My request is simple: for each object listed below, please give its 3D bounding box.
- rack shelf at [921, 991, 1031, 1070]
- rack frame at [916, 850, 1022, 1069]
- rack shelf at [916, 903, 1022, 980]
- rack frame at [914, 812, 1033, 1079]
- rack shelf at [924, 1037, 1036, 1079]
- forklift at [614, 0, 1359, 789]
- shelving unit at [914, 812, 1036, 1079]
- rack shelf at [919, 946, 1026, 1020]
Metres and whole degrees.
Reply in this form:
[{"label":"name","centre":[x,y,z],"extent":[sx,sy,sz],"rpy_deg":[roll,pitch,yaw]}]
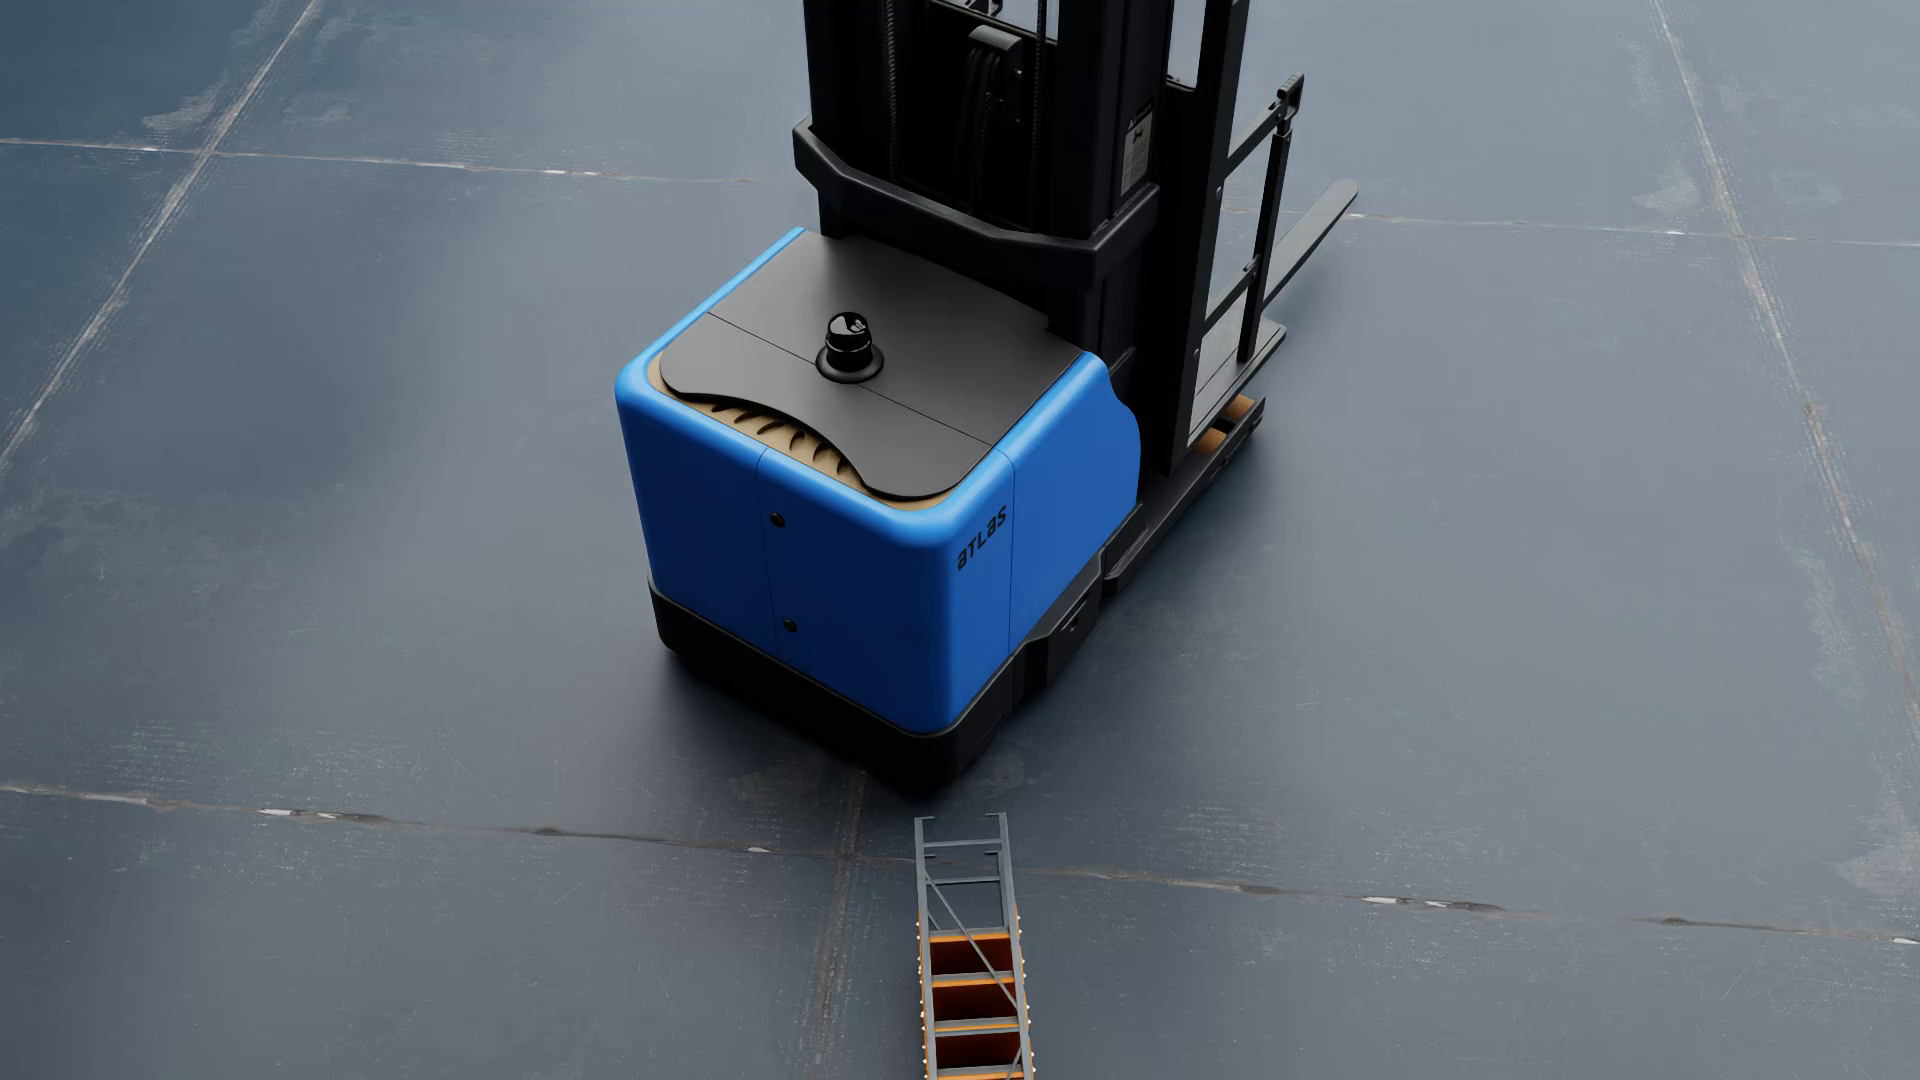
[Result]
[{"label":"rack shelf","centre":[0.037,1.189,4.031],"extent":[0.258,0.180,0.103],"rpy_deg":[-3,48,-3]},{"label":"rack frame","centre":[0.040,1.284,4.068],"extent":[0.240,0.006,1.200],"rpy_deg":[-3,48,-3]},{"label":"rack shelf","centre":[0.021,1.013,4.192],"extent":[0.258,0.180,0.103],"rpy_deg":[-3,48,-3]},{"label":"rack frame","centre":[0.040,1.160,3.933],"extent":[0.240,0.006,1.200],"rpy_deg":[-3,48,-3]},{"label":"rack shelf","centre":[0.045,1.278,3.950],"extent":[0.258,0.180,0.103],"rpy_deg":[-3,48,-3]},{"label":"forklift","centre":[0.351,-1.371,4.518],"extent":[1.130,2.935,3.031],"rpy_deg":[27,53,22]},{"label":"shelving unit","centre":[0.040,1.222,4.001],"extent":[0.258,0.189,1.200],"rpy_deg":[-3,48,-3]},{"label":"rack shelf","centre":[0.029,1.101,4.112],"extent":[0.258,0.180,0.103],"rpy_deg":[-3,48,-3]}]
